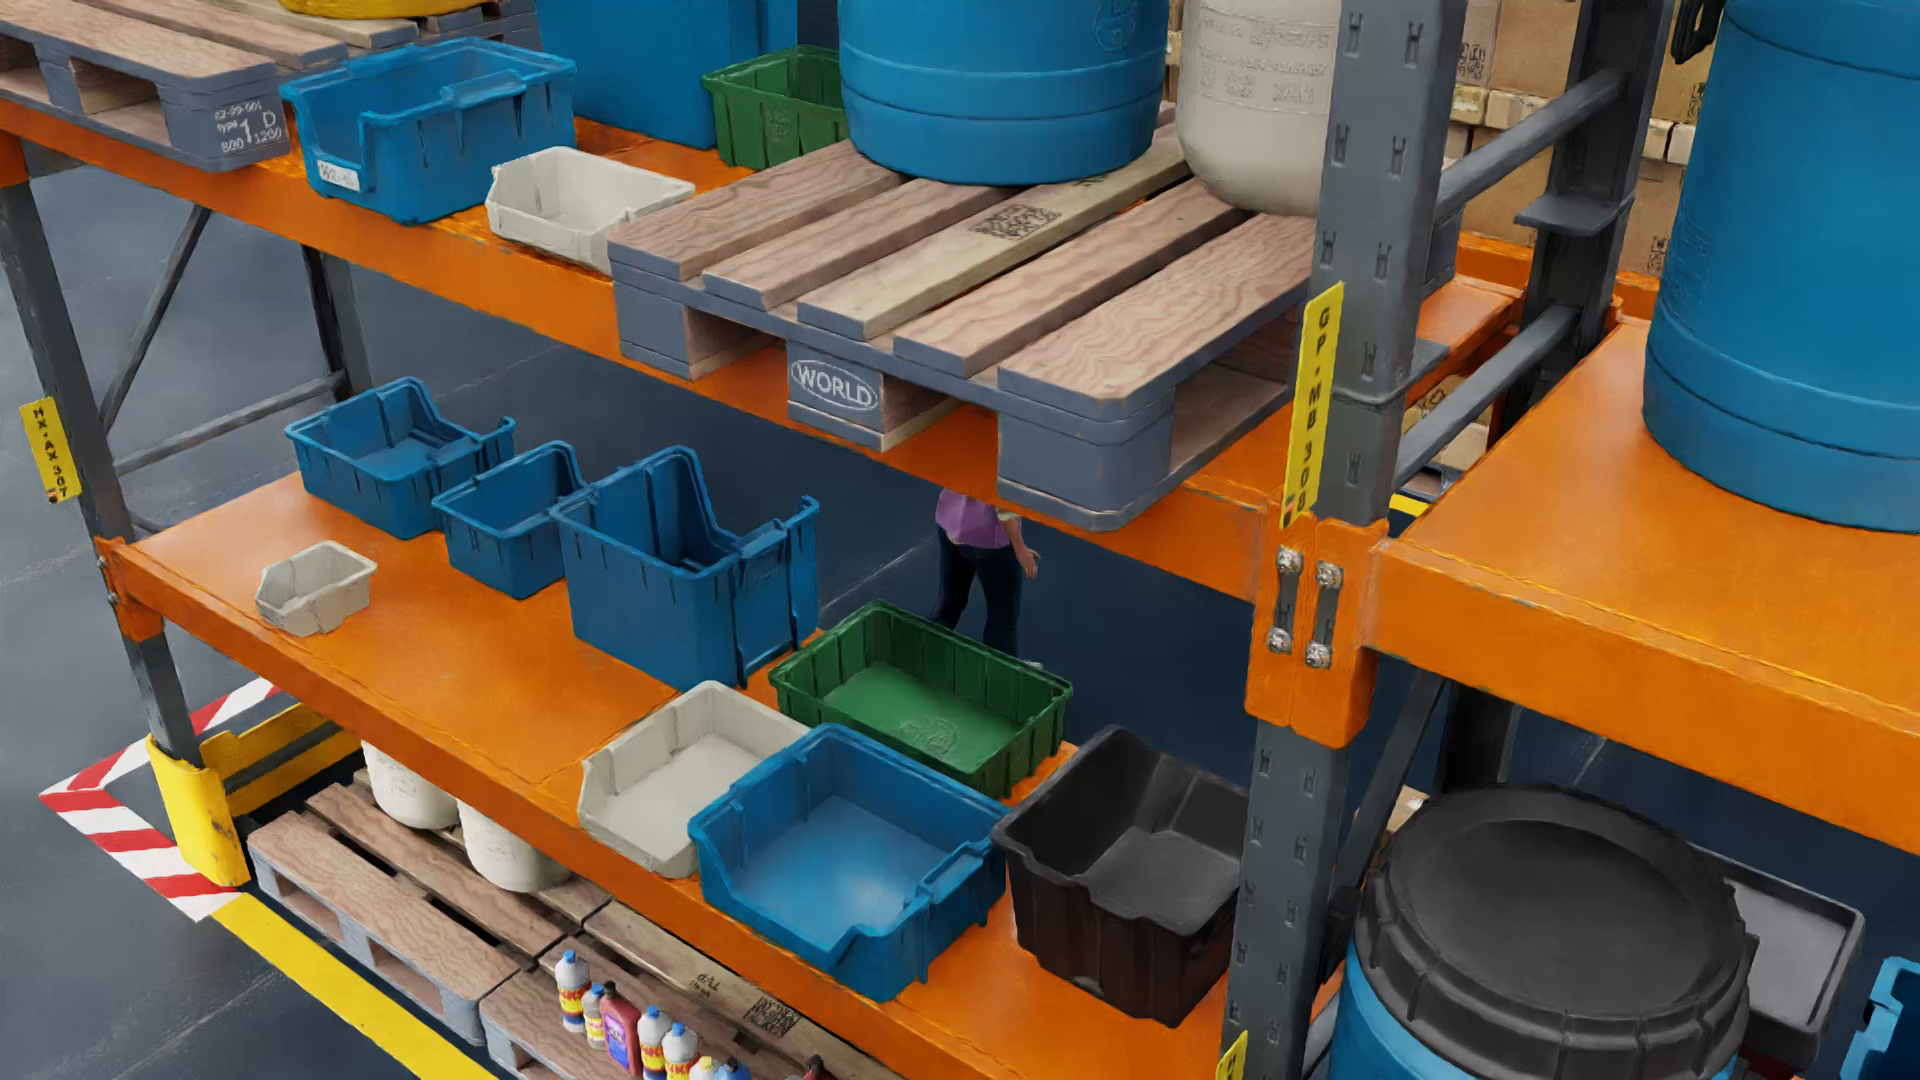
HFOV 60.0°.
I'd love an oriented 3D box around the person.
[{"bbox_3d":[0.110,-0.039,6.190,0.545,1.592,0.518,-16,35,-24],"label":"person"}]
